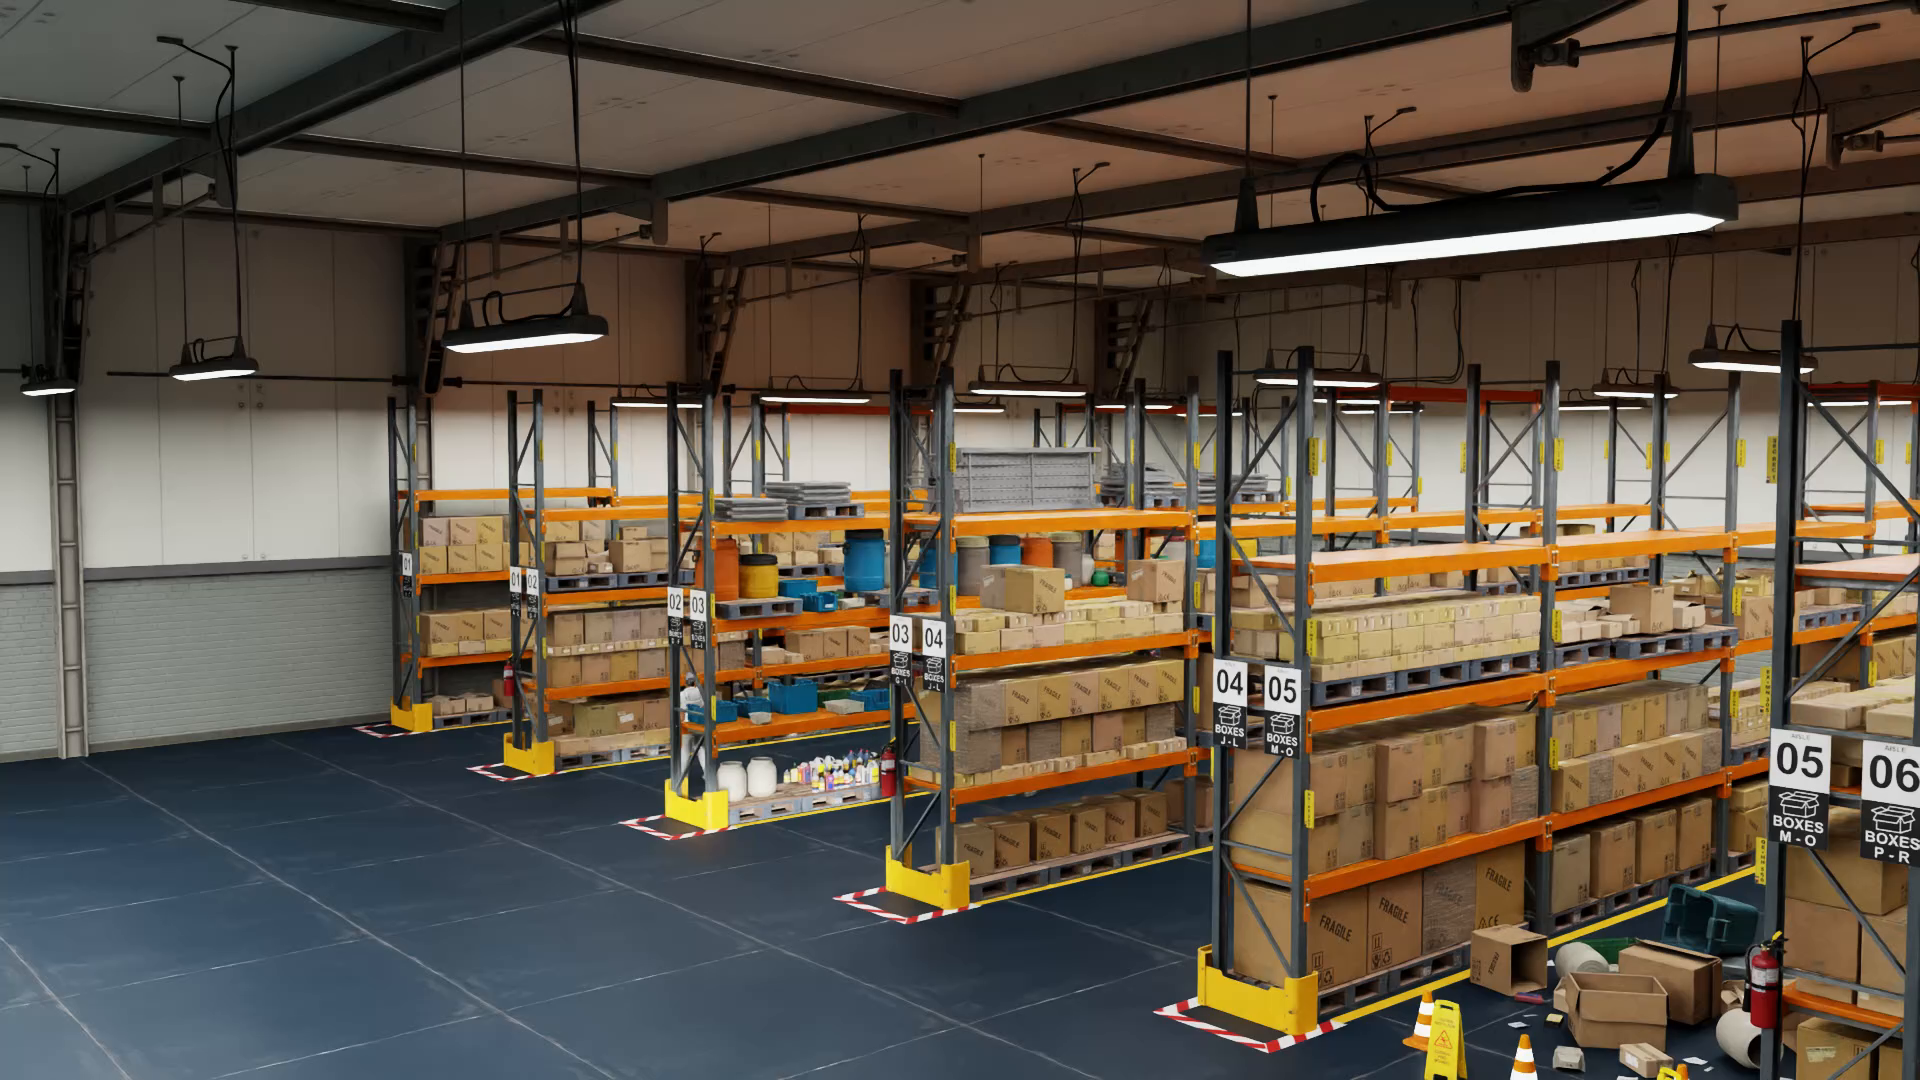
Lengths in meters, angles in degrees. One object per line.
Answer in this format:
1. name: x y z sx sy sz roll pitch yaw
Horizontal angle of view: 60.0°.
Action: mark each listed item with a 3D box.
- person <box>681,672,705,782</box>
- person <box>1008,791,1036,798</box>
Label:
1. person: -4.079 2.853 25.370 0.434 1.692 0.538 3 4 38
2. person: 0.845 2.897 24.266 0.584 1.720 0.528 -2 4 -31
